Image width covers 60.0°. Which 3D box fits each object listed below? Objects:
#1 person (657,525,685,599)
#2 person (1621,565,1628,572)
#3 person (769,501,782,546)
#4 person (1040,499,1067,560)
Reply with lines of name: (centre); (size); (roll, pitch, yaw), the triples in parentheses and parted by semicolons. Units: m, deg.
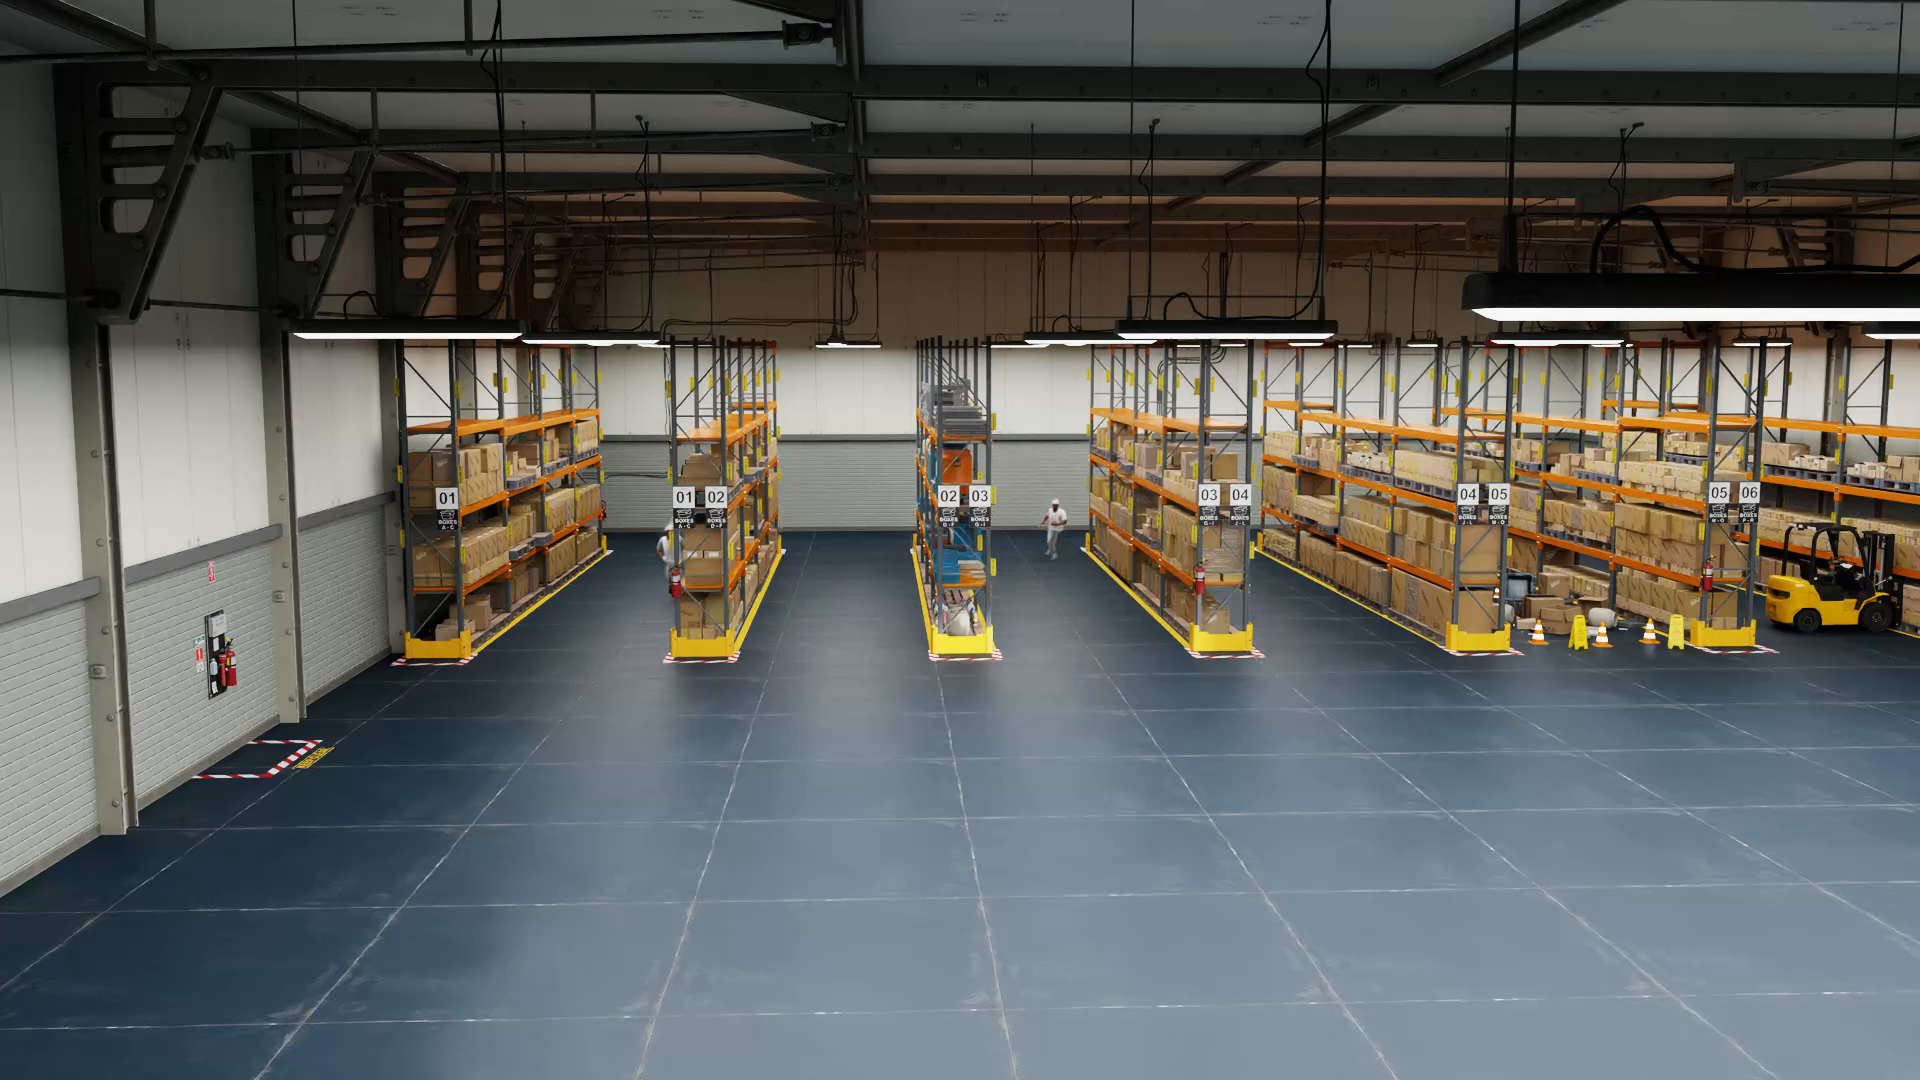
person: (-6.644, 0.514, 38.288); (0.672, 1.736, 0.576); (0, 7, -4)
person: (16.043, 0.453, 39.614); (0.672, 1.580, 1.009); (-3, 7, -23)
person: (-5.594, -0.683, 49.087); (0.866, 1.709, 0.648); (5, 8, 38)
person: (2.604, -0.292, 45.855); (0.827, 1.695, 0.670); (3, 7, 25)
